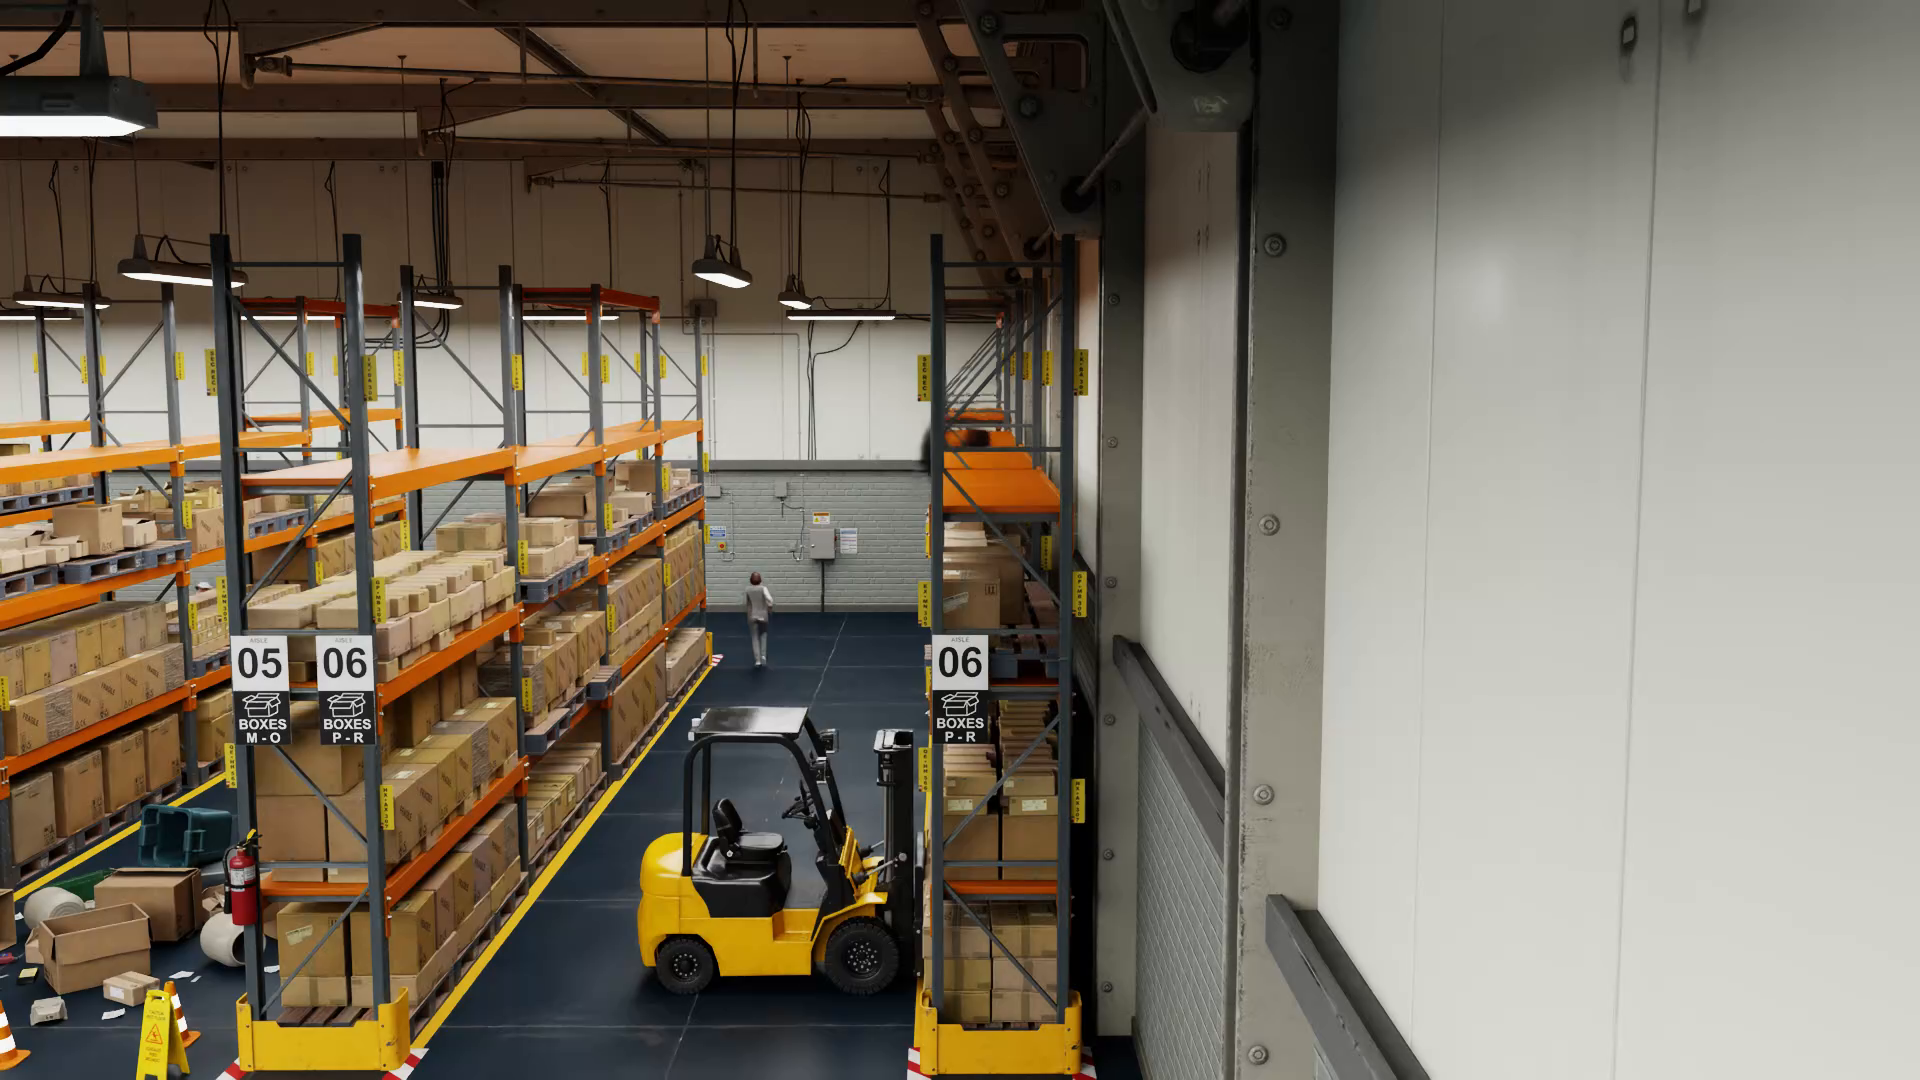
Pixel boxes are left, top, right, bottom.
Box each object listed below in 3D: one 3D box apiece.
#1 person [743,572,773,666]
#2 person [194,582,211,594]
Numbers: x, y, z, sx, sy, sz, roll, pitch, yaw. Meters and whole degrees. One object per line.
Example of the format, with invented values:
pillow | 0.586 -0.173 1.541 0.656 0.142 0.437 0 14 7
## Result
person | -3.353 1.323 27.621 0.501 1.619 0.625 -1 6 -7
person | -11.480 1.502 25.402 0.696 1.739 0.655 1 6 7
